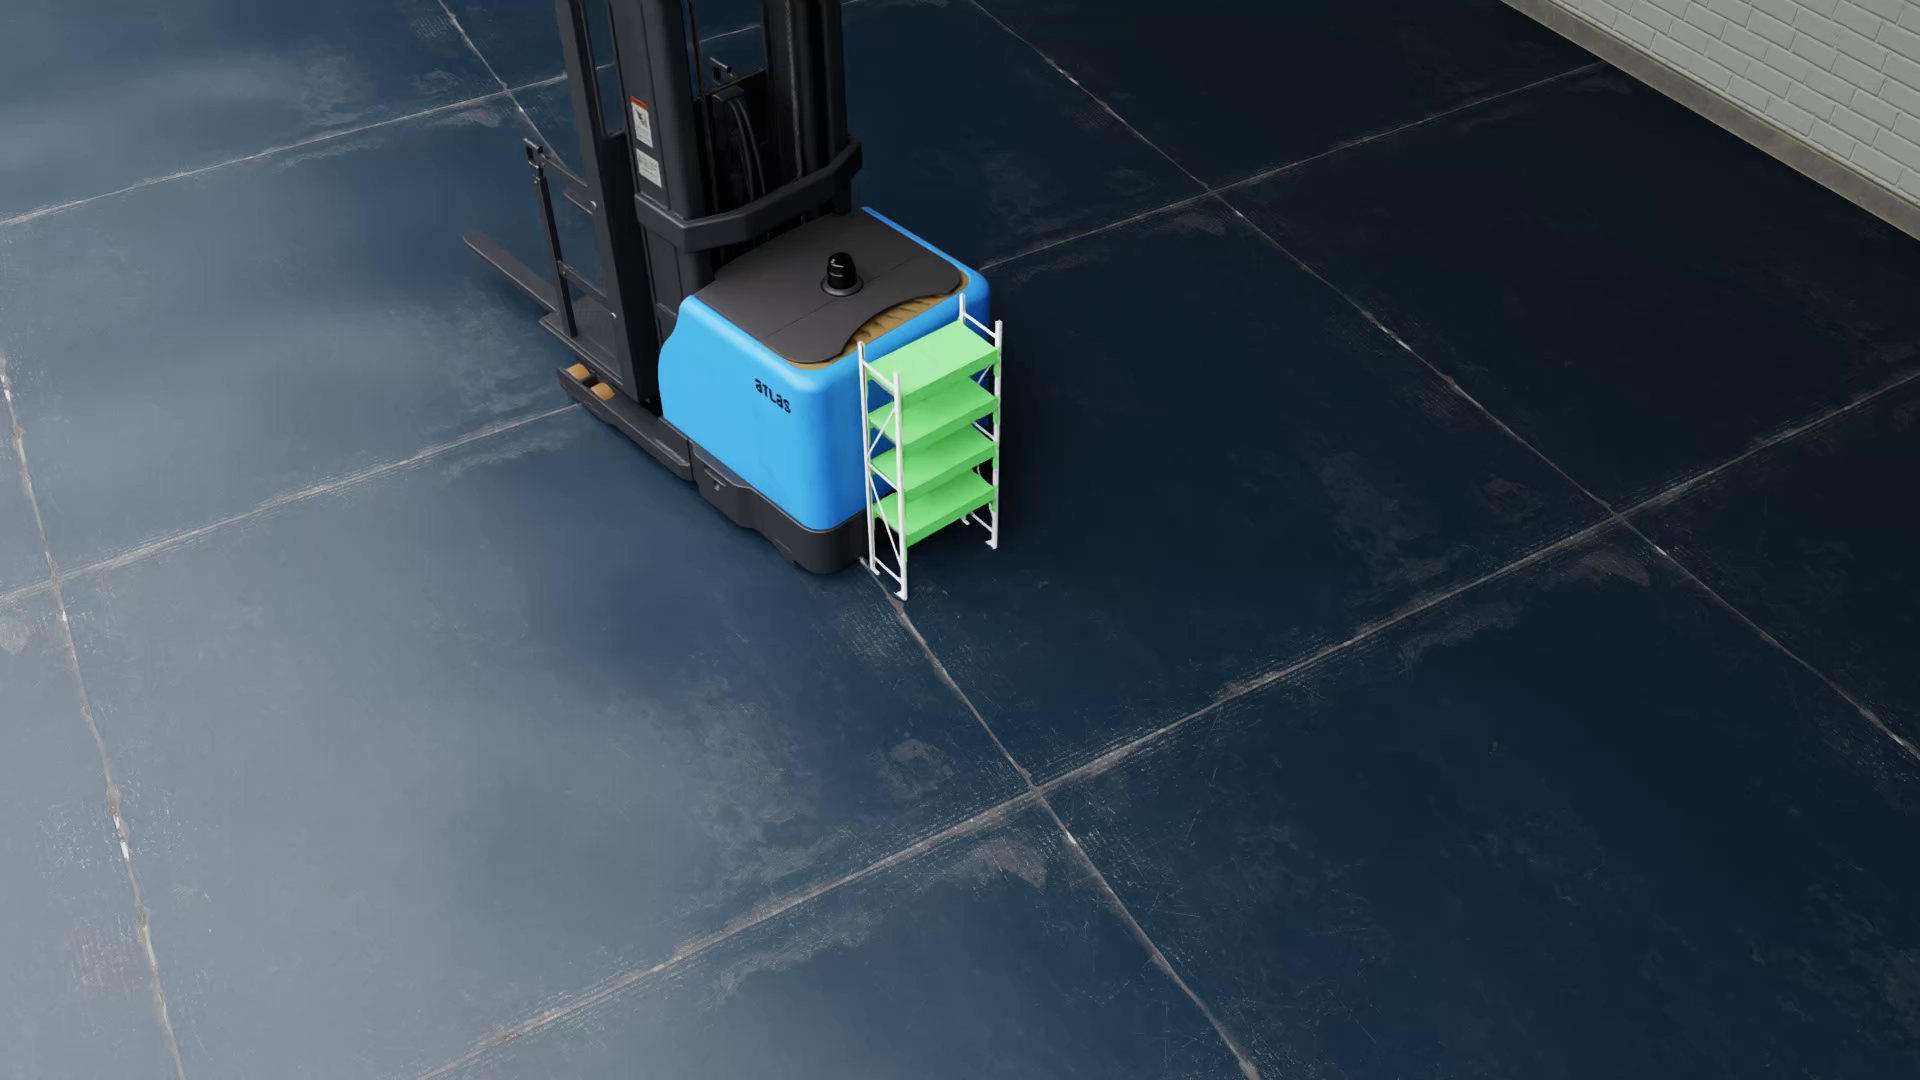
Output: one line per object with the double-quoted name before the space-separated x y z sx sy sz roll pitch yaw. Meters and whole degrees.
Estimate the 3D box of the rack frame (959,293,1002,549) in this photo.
"rack frame" 0.079 -0.459 6.791 0.015 1.200 0.240 -29 51 -27

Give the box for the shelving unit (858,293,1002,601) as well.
"shelving unit" -0.111 -0.352 6.681 0.503 1.200 0.258 -29 51 -27

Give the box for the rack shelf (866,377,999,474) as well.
"rack shelf" -0.111 -0.479 6.558 0.480 0.148 0.258 -29 51 -27

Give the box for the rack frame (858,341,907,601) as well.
"rack frame" -0.300 -0.245 6.571 0.015 1.200 0.240 -29 51 -27

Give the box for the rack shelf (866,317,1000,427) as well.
"rack shelf" -0.111 -0.651 6.391 0.480 0.148 0.258 -29 51 -27

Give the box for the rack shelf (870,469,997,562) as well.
"rack shelf" -0.111 -0.134 6.893 0.480 0.148 0.258 -29 51 -27

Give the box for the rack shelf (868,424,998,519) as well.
"rack shelf" -0.111 -0.307 6.725 0.480 0.148 0.258 -29 51 -27

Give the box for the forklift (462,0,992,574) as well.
"forklift" -1.244 -1.841 6.972 1.130 2.935 3.031 -34 53 -30
